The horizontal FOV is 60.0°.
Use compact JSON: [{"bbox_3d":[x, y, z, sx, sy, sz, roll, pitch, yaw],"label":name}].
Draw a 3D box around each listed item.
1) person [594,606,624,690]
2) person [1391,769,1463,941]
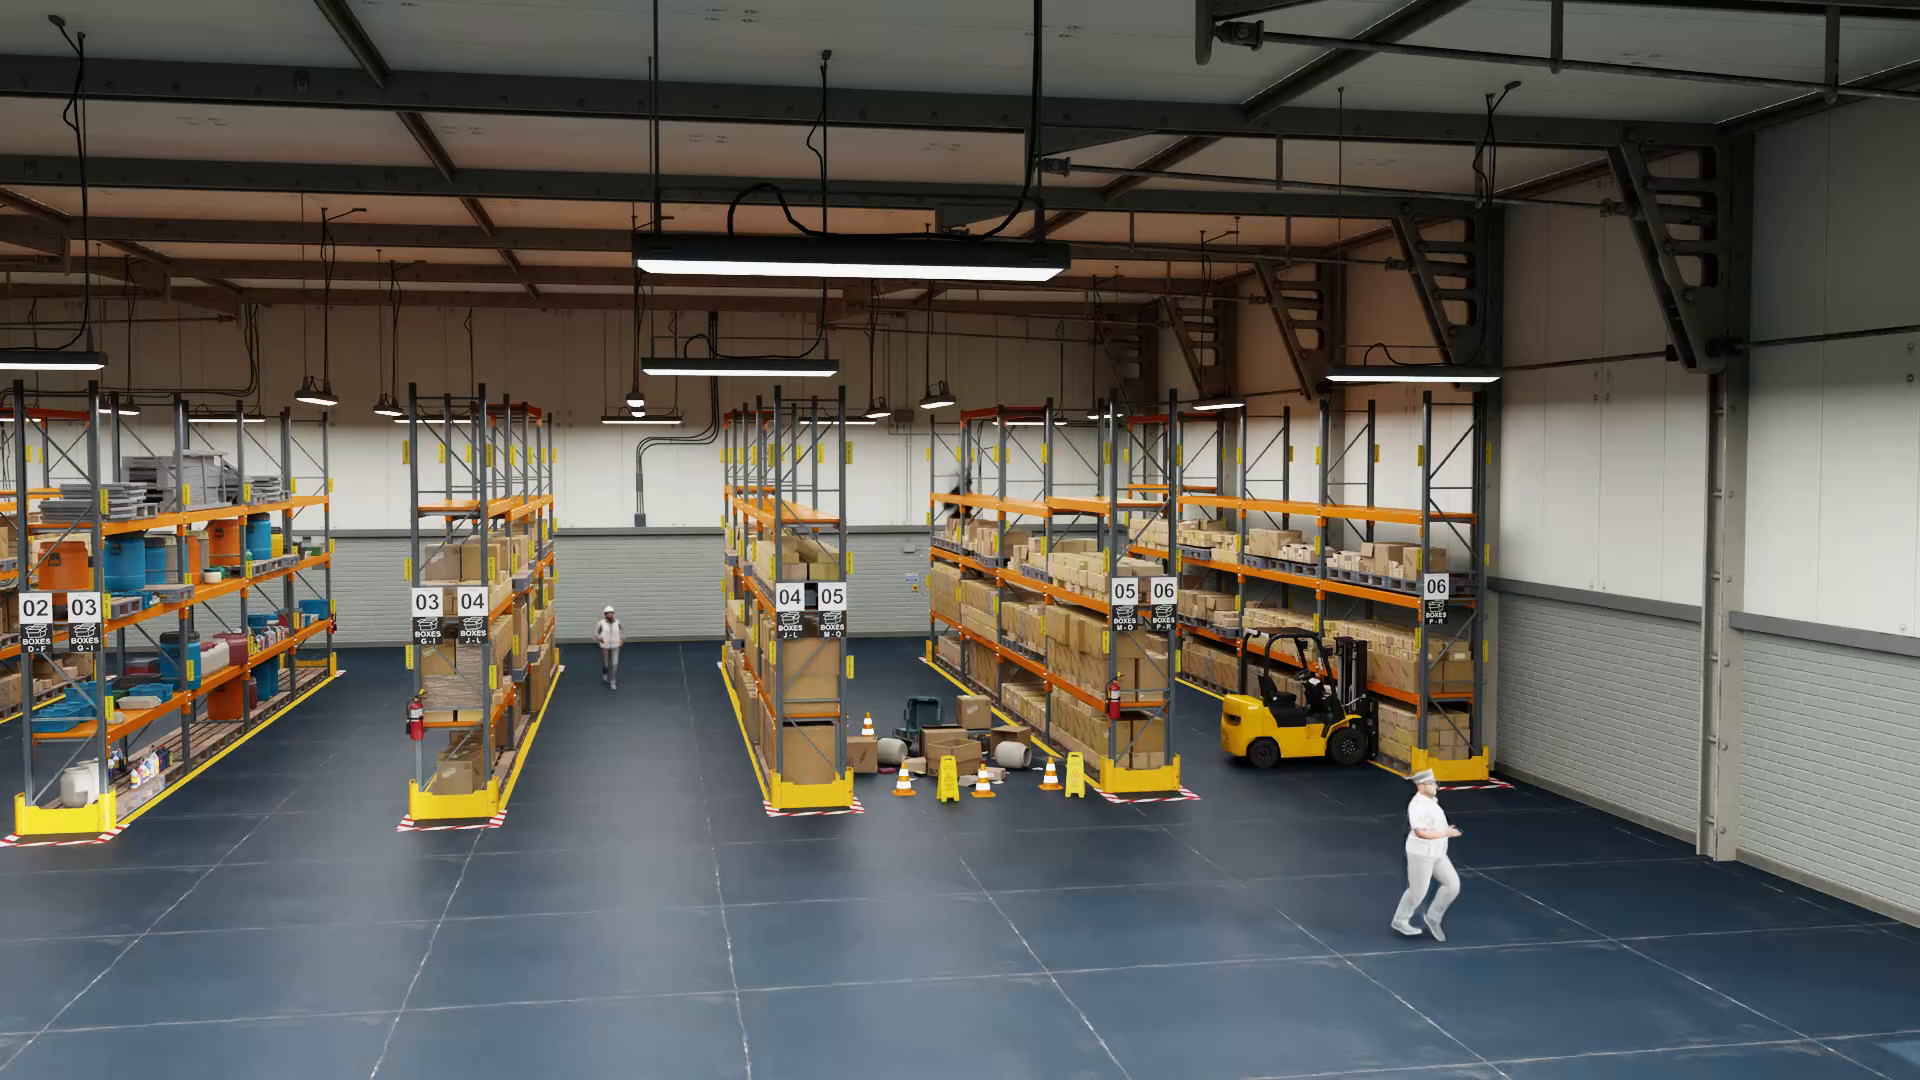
[{"bbox_3d":[-7.565,2.315,35.883,0.662,1.773,0.893,-1,3,-20],"label":"person"},{"bbox_3d":[4.833,3.256,17.152,0.736,1.824,0.637,2,4,39],"label":"person"}]
